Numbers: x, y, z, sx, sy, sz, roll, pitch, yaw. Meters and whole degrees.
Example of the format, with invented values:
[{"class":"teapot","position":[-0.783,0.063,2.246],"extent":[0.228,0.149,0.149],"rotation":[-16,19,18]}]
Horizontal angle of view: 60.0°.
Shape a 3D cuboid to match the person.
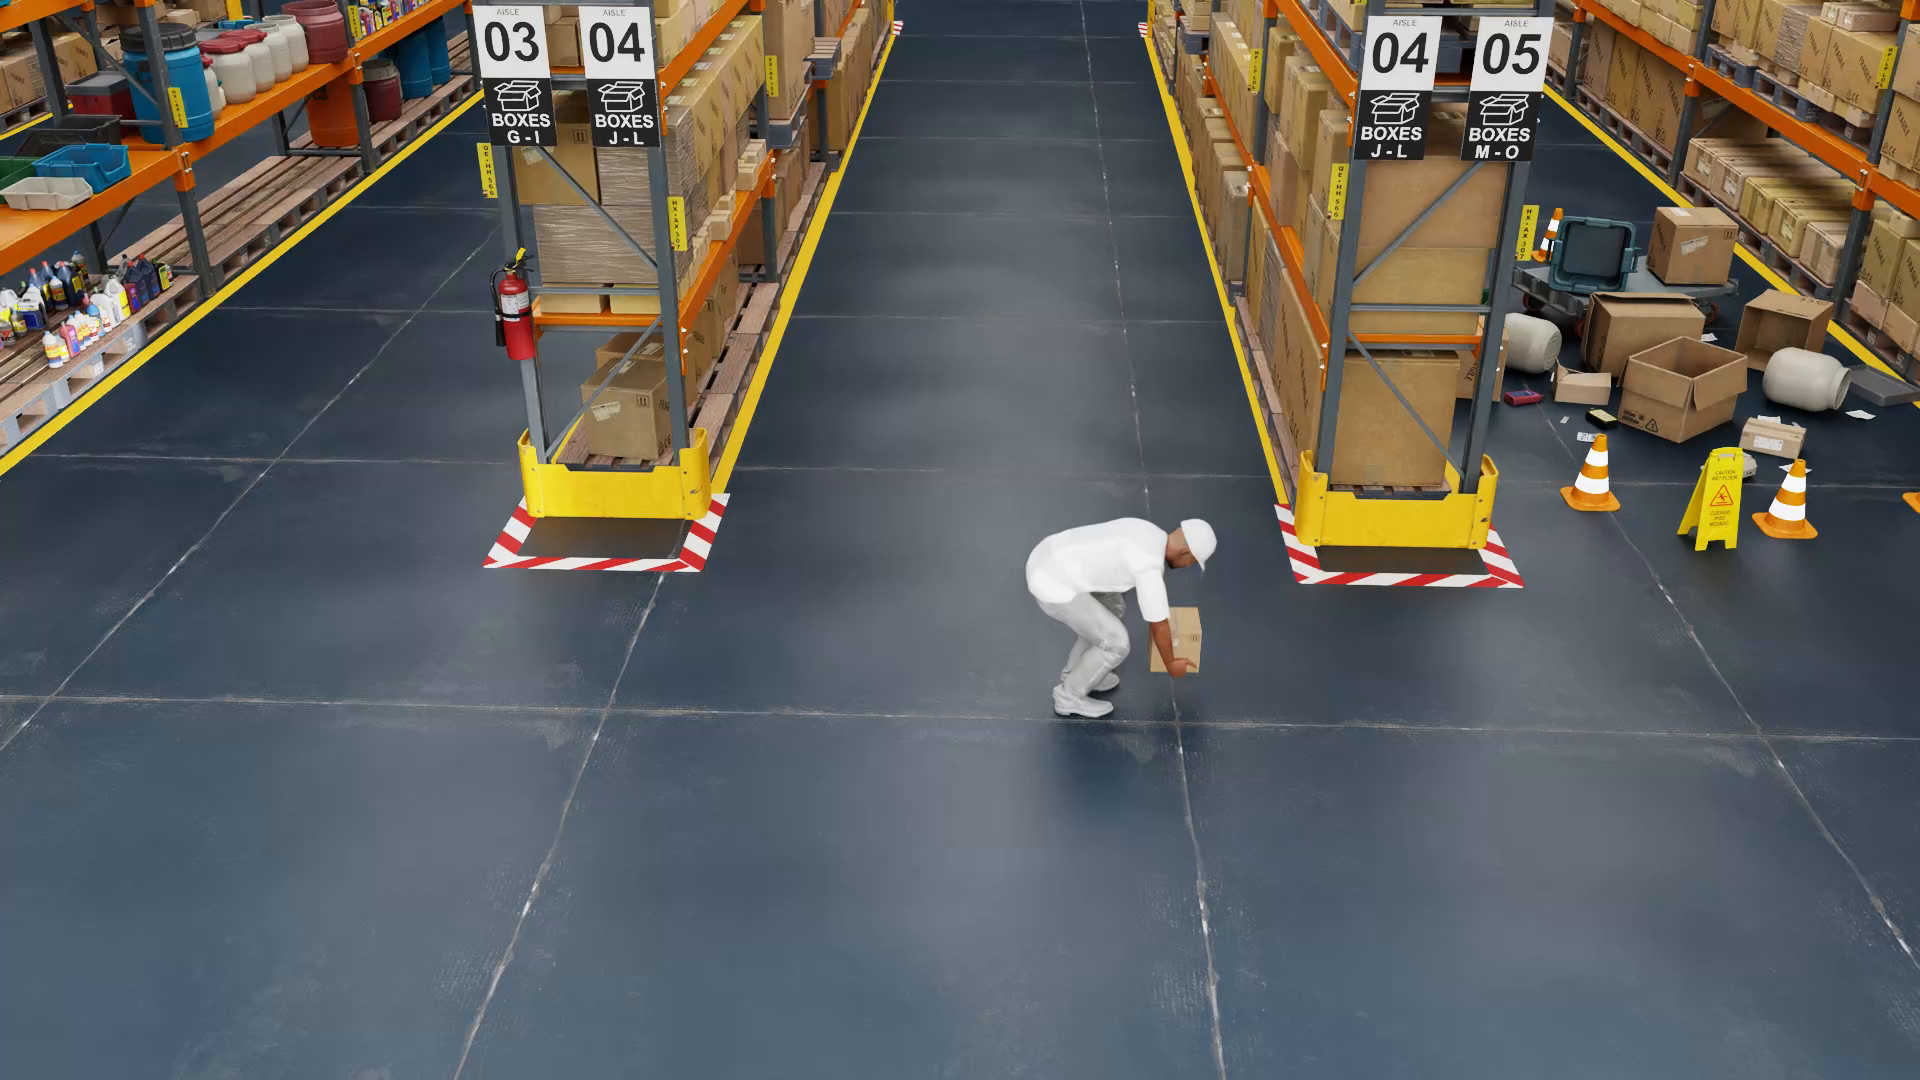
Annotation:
[{"class":"person","position":[0.823,0.372,8.654],"extent":[0.966,1.054,0.518],"rotation":[0,28,-1]}]
